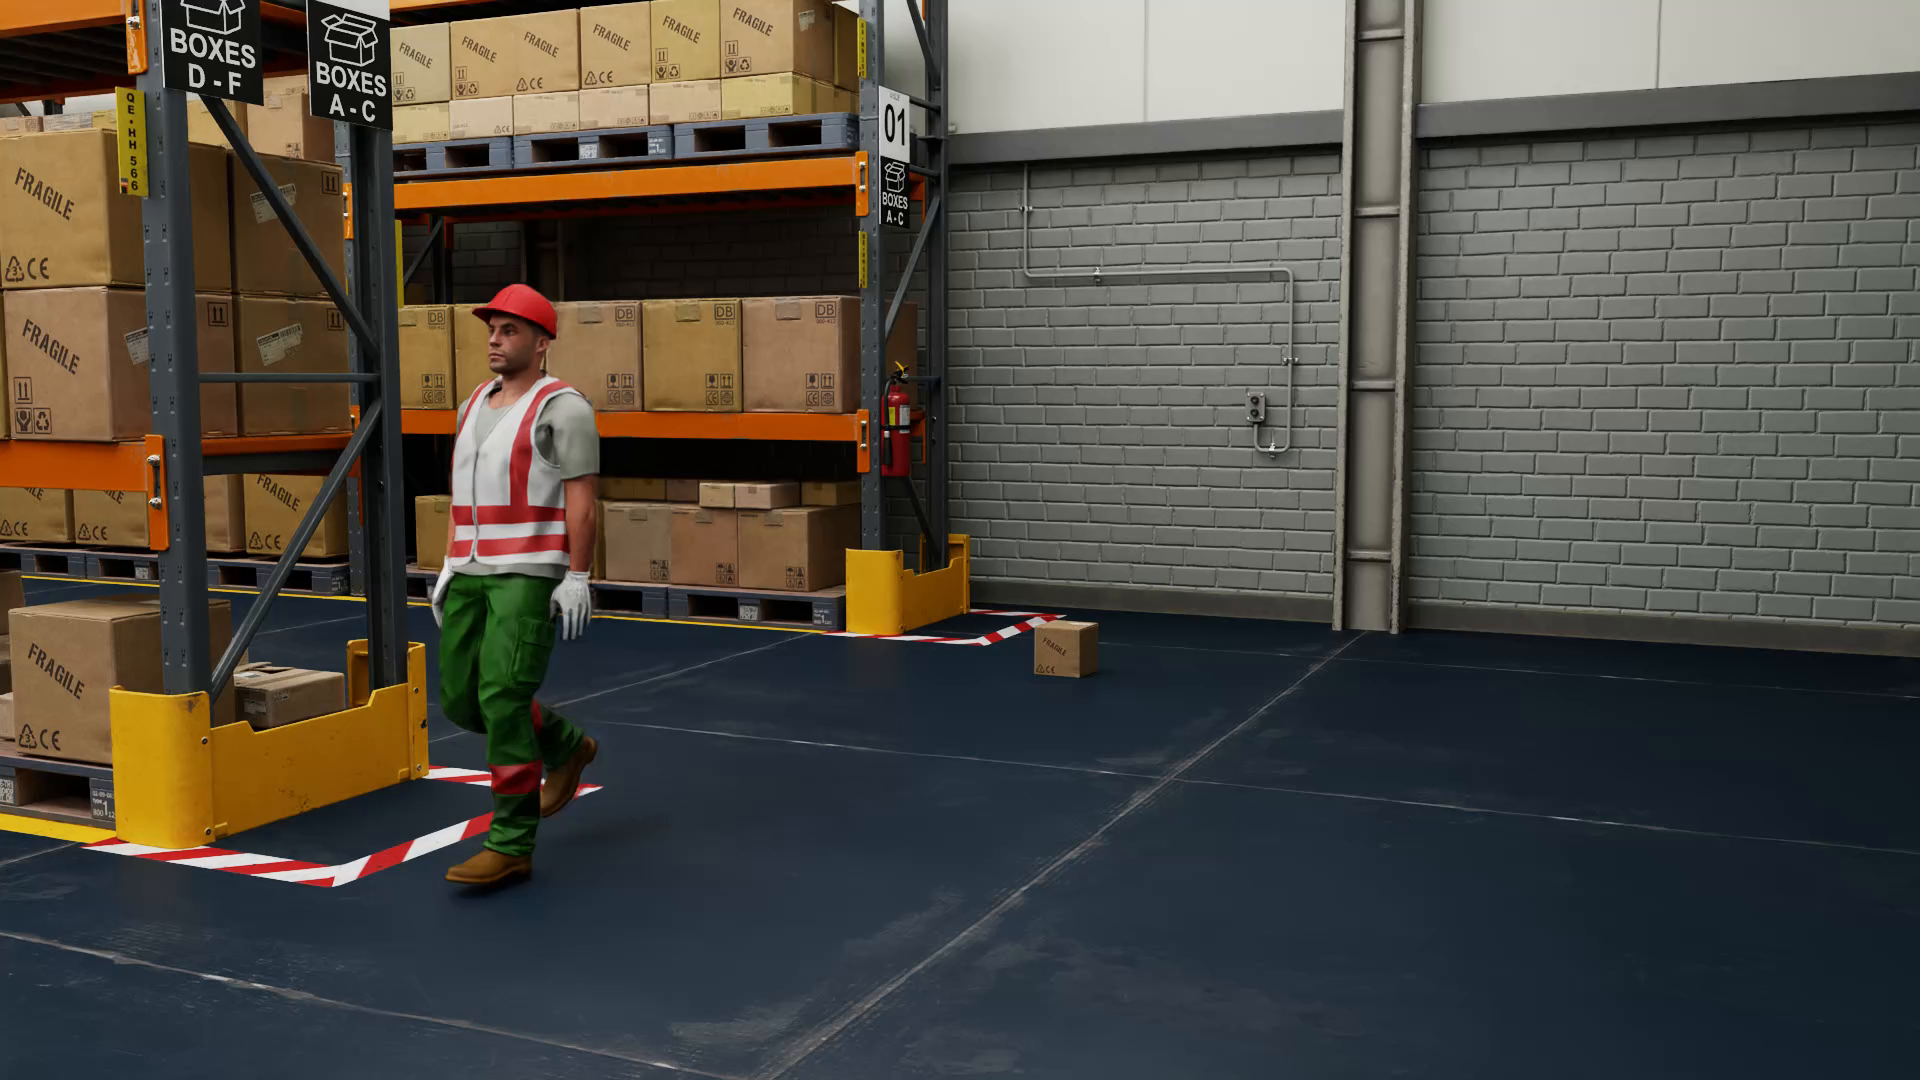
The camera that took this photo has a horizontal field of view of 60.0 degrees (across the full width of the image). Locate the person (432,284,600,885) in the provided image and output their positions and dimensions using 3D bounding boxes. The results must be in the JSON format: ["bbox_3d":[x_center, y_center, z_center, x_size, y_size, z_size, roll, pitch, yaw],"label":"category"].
[{"bbox_3d":[-1.351,0.110,5.096,0.539,1.772,0.742,4,7,34],"label":"person"}]
